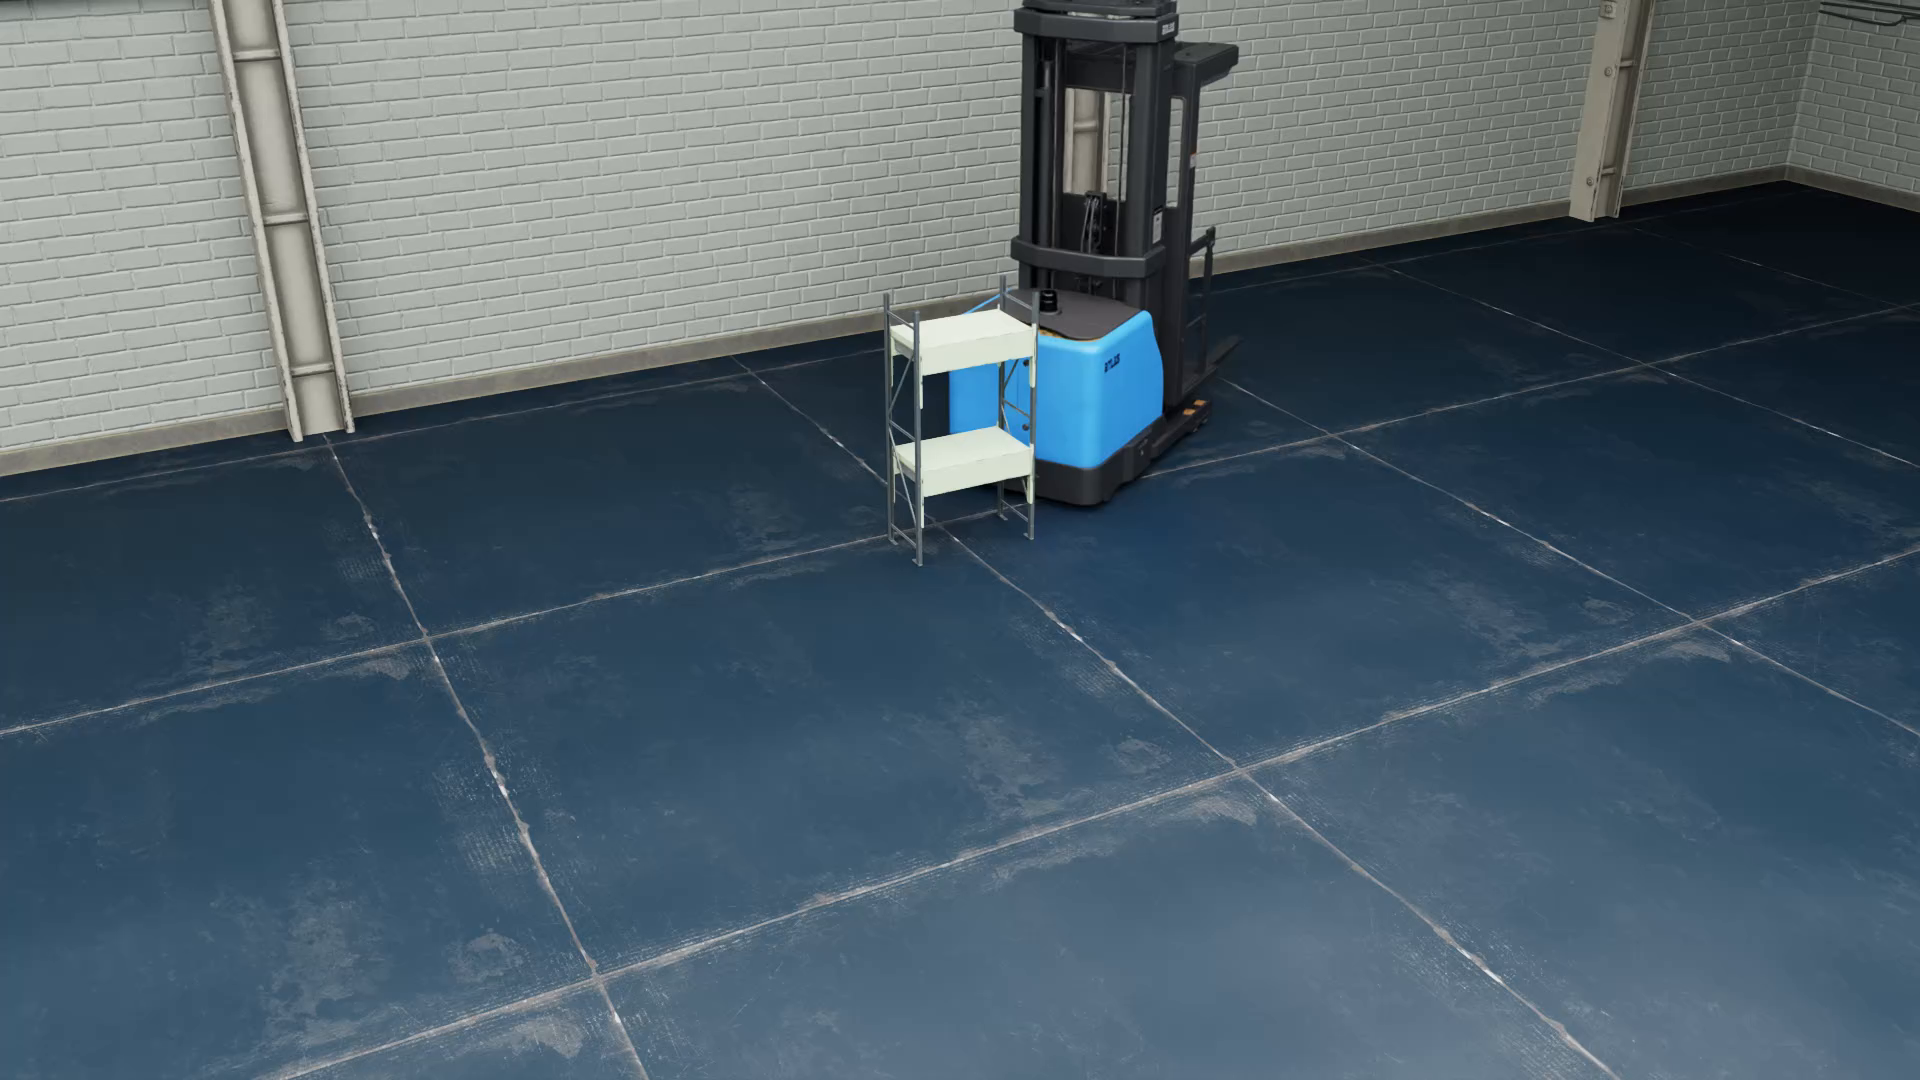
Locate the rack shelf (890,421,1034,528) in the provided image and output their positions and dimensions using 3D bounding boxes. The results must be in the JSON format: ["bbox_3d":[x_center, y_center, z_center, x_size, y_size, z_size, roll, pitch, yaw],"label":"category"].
[{"bbox_3d":[0.006,-0.384,9.569,0.720,0.370,0.431,-13,29,-25],"label":"rack shelf"}]

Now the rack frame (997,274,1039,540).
[{"bbox_3d":[0.329,-0.752,9.583,0.023,1.500,0.400,-13,29,-25],"label":"rack frame"}]

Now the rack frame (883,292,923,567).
[{"bbox_3d":[-0.317,-0.603,9.273,0.023,1.500,0.400,-13,29,-25],"label":"rack frame"}]

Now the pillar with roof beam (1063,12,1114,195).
[{"bbox_3d":[2.973,-4.388,8.493,0.400,9.000,9.100,-13,29,-25],"label":"pillar with roof beam"}]

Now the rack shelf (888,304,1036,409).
[{"bbox_3d":[0.006,-1.029,9.259,0.720,0.370,0.431,-13,29,-25],"label":"rack shelf"}]

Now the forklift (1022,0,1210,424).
[{"bbox_3d":[1.079,-2.129,10.798,1.121,2.935,3.031,14,29,26],"label":"forklift"}]

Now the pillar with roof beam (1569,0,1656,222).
[{"bbox_3d":[8.267,-5.610,11.038,0.400,9.000,9.100,-13,29,-25],"label":"pillar with roof beam"}]

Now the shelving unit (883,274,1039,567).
[{"bbox_3d":[0.006,-0.677,9.428,0.755,1.500,0.431,-13,29,-25],"label":"shelving unit"}]
